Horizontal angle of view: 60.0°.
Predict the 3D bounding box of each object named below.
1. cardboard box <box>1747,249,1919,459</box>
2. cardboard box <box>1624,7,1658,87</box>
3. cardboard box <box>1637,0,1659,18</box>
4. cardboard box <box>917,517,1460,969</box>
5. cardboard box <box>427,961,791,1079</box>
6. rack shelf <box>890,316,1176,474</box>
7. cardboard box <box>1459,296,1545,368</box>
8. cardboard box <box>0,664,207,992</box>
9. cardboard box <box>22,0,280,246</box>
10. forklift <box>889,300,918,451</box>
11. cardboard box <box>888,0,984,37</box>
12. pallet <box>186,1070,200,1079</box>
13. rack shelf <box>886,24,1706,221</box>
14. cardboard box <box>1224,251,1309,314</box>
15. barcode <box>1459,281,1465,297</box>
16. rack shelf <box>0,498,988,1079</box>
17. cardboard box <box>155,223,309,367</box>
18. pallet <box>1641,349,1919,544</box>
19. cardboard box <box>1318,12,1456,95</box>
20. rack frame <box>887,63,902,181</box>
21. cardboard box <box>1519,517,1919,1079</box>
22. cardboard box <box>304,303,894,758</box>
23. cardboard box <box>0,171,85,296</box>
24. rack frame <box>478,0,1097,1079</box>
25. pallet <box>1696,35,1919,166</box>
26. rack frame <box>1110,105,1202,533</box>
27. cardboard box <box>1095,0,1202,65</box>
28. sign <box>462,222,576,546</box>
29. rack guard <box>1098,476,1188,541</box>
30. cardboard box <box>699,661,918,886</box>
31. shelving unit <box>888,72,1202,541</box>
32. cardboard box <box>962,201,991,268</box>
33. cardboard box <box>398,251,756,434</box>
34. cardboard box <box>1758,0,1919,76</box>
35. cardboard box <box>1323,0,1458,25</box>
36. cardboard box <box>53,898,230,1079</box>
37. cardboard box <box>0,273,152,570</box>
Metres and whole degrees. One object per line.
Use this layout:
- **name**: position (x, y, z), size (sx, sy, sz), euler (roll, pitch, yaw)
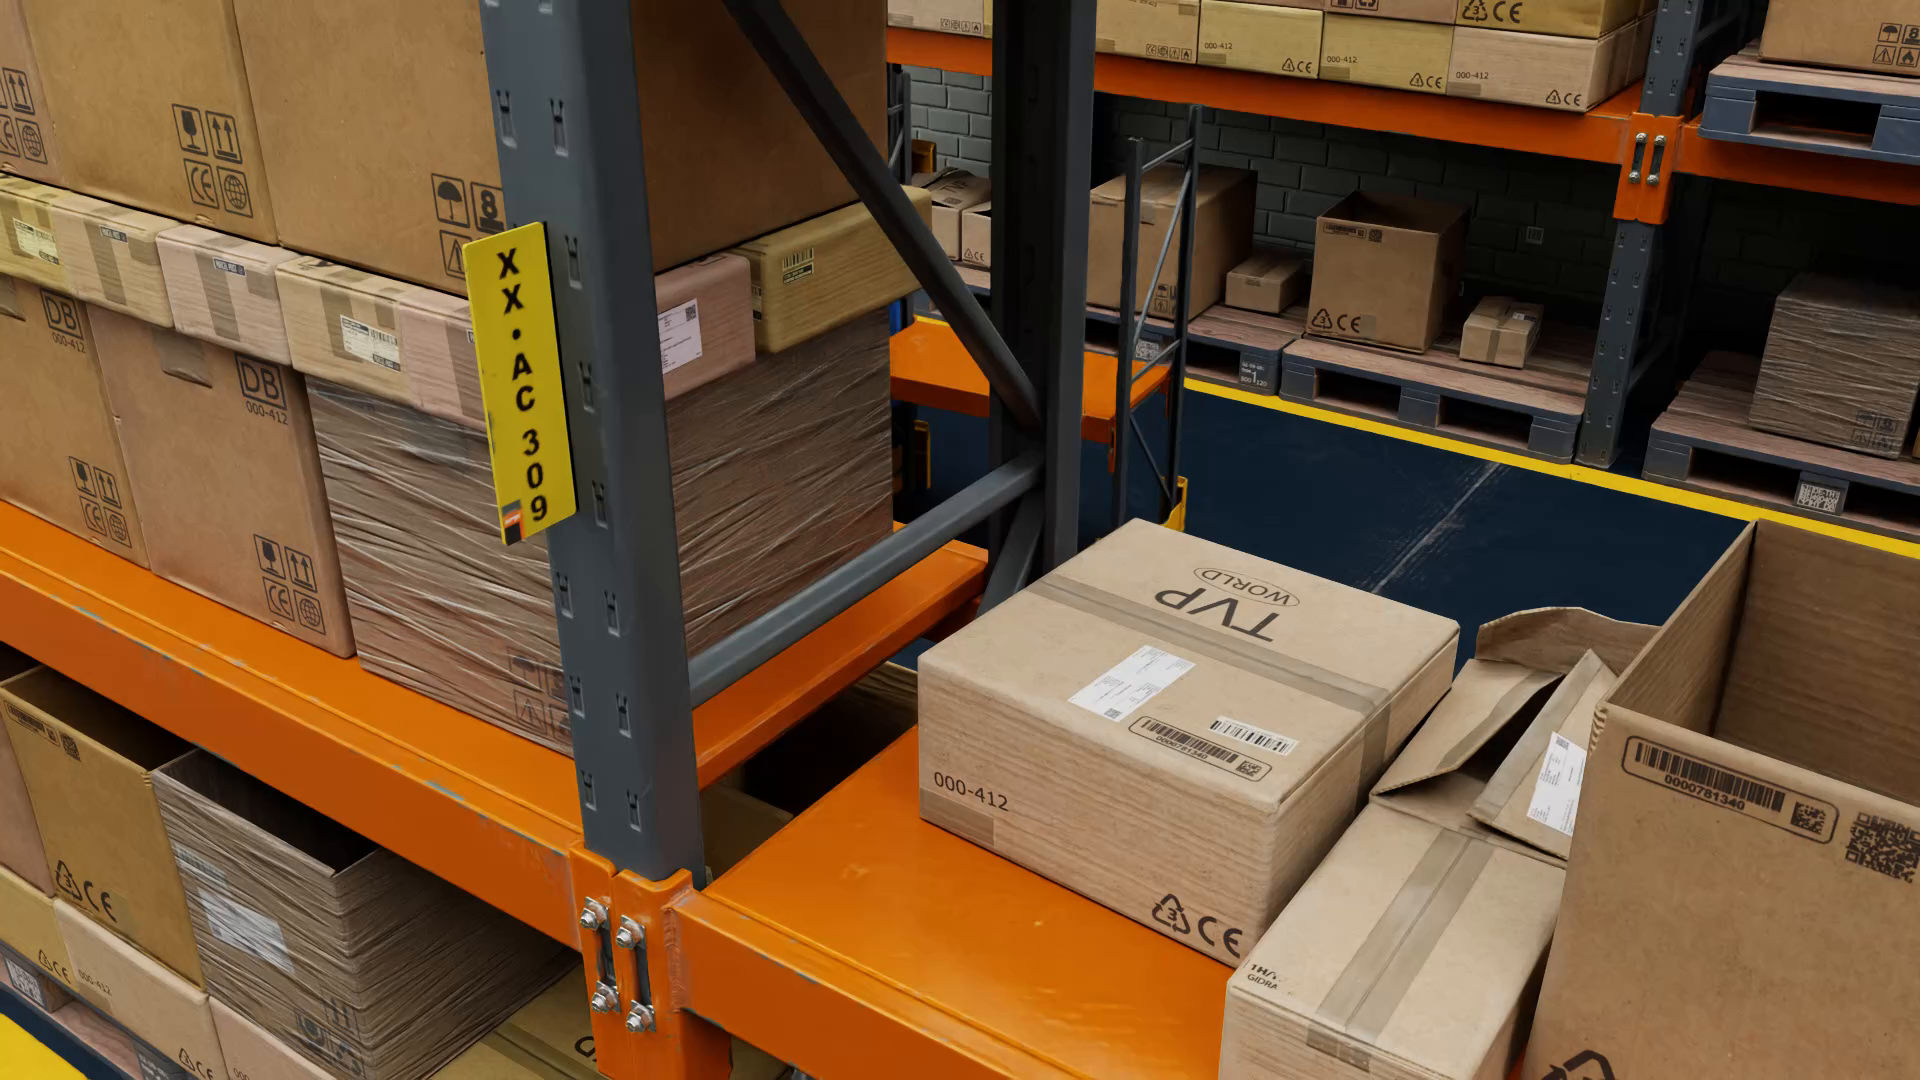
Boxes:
- **cardboard box**: position (3.281, -0.696, 6.081), size (0.500, 0.500, 0.700), euler (19, 32, 32)
- **cardboard box**: position (2.399, -1.939, 6.397), size (0.500, 0.250, 0.500), euler (18, 32, 31)
- **cardboard box**: position (2.396, -2.271, 6.223), size (0.500, 0.500, 0.500), euler (16, 31, 29)
- **cardboard box**: position (0.294, 0.234, 2.149), size (0.500, 0.250, 0.500), euler (20, 33, 33)
- **cardboard box**: position (-0.643, 1.058, 2.933), size (0.500, 0.250, 0.500), euler (17, 32, 30)
- **rack shelf**: position (0.152, -0.495, 5.465), size (1.000, 0.185, 0.538), euler (14, 30, 25)
- **cardboard box**: position (2.207, -0.856, 6.763), size (0.250, 0.166, 0.380), euler (13, 30, 24)
- **cardboard box**: position (-1.463, 0.464, 3.274), size (0.500, 0.500, 0.500), euler (17, 32, 30)
- **cardboard box**: position (-0.923, -0.807, 2.488), size (0.500, 0.500, 0.700), euler (17, 32, 30)
- **forklift**: position (-1.710, -1.695, 5.849), size (3.031, 2.935, 1.130), euler (13, 30, 24)
- **cardboard box**: position (0.026, -2.394, 7.289), size (0.500, 0.250, 0.500), euler (16, 31, 29)
- **pallet**: position (-0.769, 1.079, 3.396), size (1.213, 0.211, 1.003), euler (17, 32, 30)
- **rack shelf**: position (1.016, -1.989, 7.145), size (4.000, 0.370, 1.077), euler (17, 32, 30)
- **cardboard box**: position (1.358, -1.140, 7.341), size (0.250, 0.149, 0.380), euler (15, 30, 26)
- **barcode**: position (2.134, -1.084, 7.153), size (0.075, 0.075, 0.001), euler (17, 32, 30)
- **rack shelf**: position (-1.785, -0.136, 3.504), size (4.000, 0.370, 1.077), euler (17, 32, 30)
- **cardboard box**: position (-0.902, -0.397, 2.398), size (0.250, 0.149, 0.380), euler (16, 31, 29)
- **pallet**: position (3.307, -0.354, 6.213), size (1.213, 0.211, 1.003), euler (17, 32, 30)
- **cardboard box**: position (1.697, -1.878, 6.276), size (0.500, 0.250, 0.500), euler (17, 32, 31)
- **rack frame**: position (-0.632, -2.823, 7.991), size (0.127, 3.000, 1.000), euler (17, 32, 30)
- **cardboard box**: position (0.921, 0.351, 1.644), size (0.500, 0.500, 0.500), euler (20, 33, 34)
- **cardboard box**: position (-0.506, -0.100, 2.528), size (0.500, 0.500, 0.700), euler (16, 31, 29)
- **cardboard box**: position (-1.320, -0.529, 2.656), size (0.250, 0.149, 0.380), euler (17, 32, 30)
- **rack frame**: position (-0.135, 0.055, 2.334), size (0.053, 2.616, 0.949), euler (17, 32, 30)
- **pallet**: position (3.212, -1.460, 5.524), size (1.213, 0.211, 1.003), euler (17, 32, 30)
- **rack frame**: position (0.599, -0.545, 5.167), size (0.032, 1.500, 0.500), euler (14, 30, 25)
- **cardboard box**: position (0.858, -2.130, 6.771), size (0.500, 0.250, 0.500), euler (18, 32, 31)
- **sign**: position (-0.450, -0.157, 1.709), size (0.005, 0.325, 0.100), euler (17, 32, 30)
- **rack guard**: position (0.598, 0.012, 5.451), size (0.087, 0.250, 0.587), euler (14, 30, 25)
- **cardboard box**: position (-0.342, 0.525, 3.154), size (0.500, 0.500, 0.500), euler (17, 32, 30)
- **shelving unit**: position (0.160, -0.653, 5.380), size (1.083, 1.500, 0.587), euler (14, 30, 25)
- **cardboard box**: position (0.357, -1.464, 7.798), size (0.500, 0.311, 0.500), euler (20, 33, 34)
- **cardboard box**: position (-0.482, -0.267, 2.142), size (0.250, 0.149, 0.380), euler (17, 32, 30)
- **cardboard box**: position (3.065, -1.894, 5.568), size (0.500, 0.500, 0.700), euler (17, 32, 30)
- **cardboard box**: position (1.685, -2.204, 6.091), size (0.500, 0.500, 0.500), euler (17, 32, 30)
- **cardboard box**: position (-1.470, 0.803, 3.434), size (0.500, 0.250, 0.500), euler (17, 32, 30)
- **cardboard box**: position (-1.356, -0.363, 3.046), size (0.500, 0.500, 0.700), euler (18, 32, 31)
